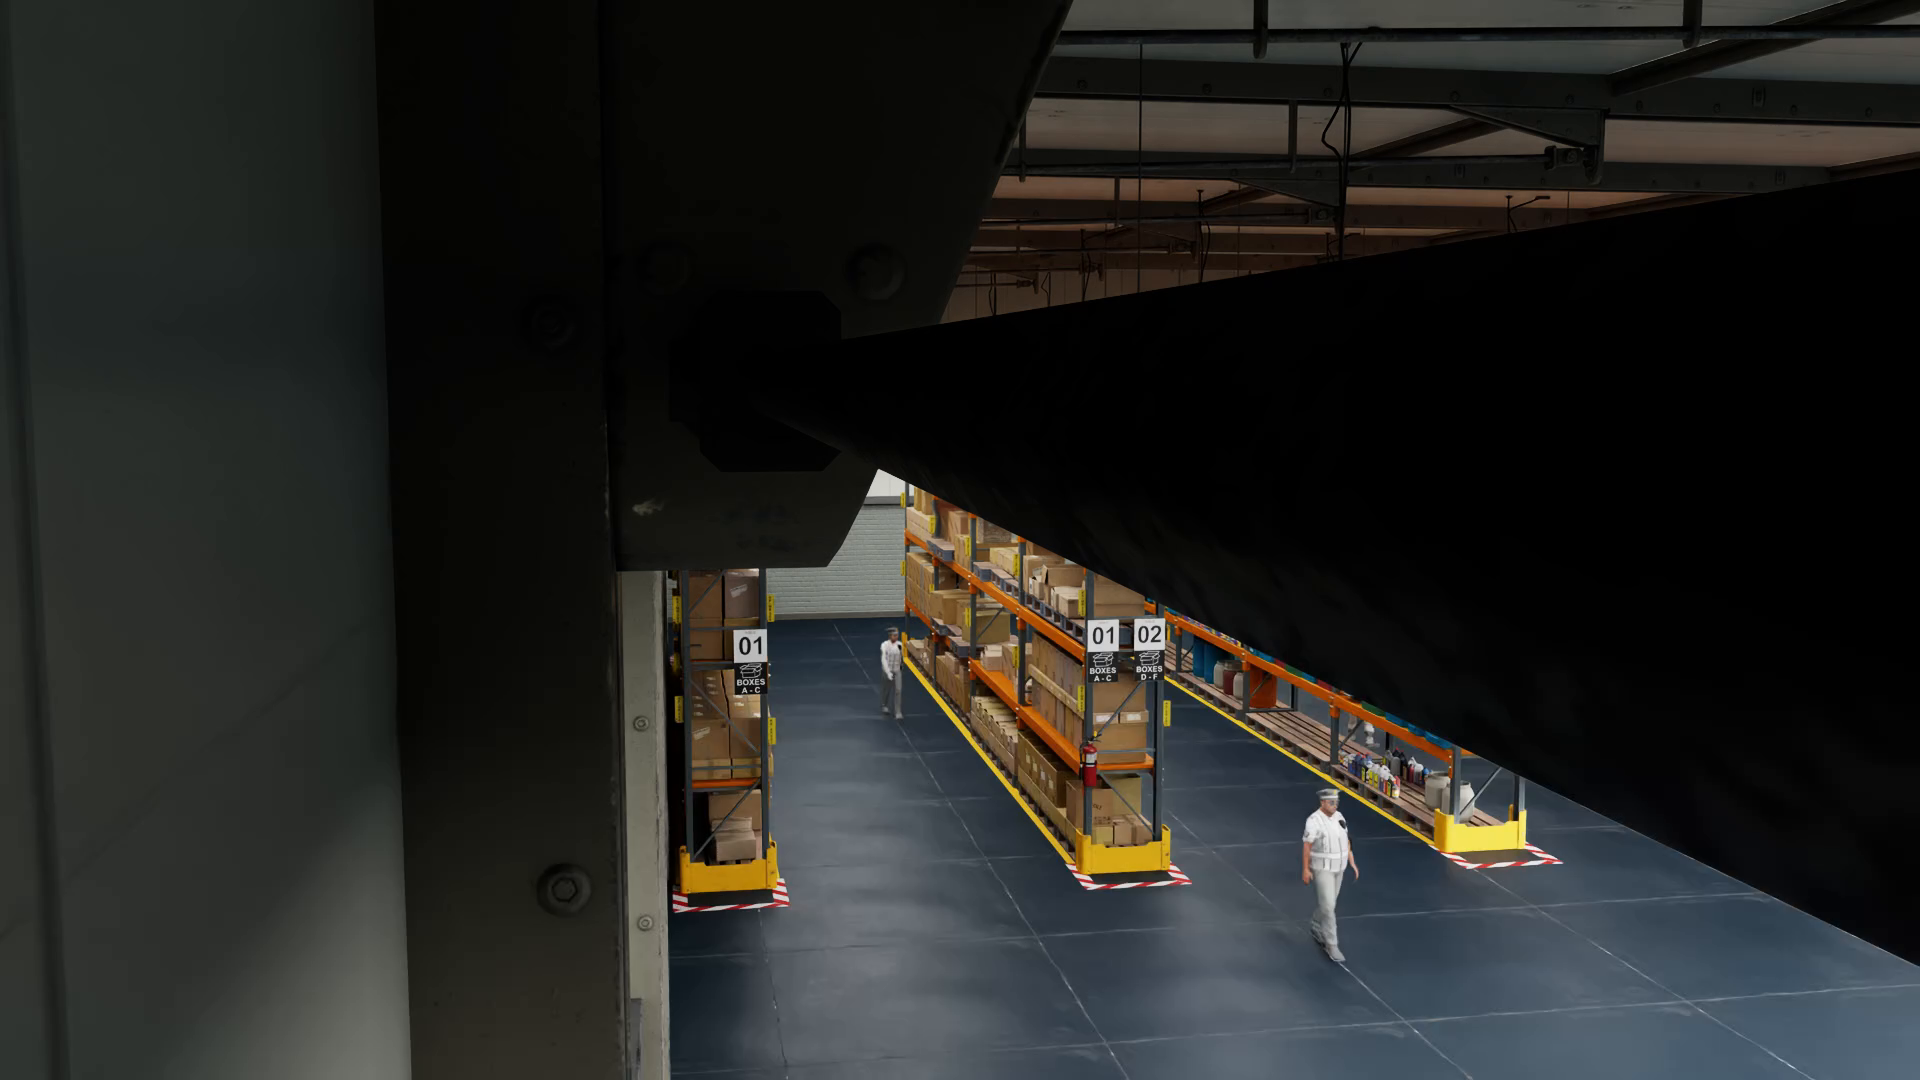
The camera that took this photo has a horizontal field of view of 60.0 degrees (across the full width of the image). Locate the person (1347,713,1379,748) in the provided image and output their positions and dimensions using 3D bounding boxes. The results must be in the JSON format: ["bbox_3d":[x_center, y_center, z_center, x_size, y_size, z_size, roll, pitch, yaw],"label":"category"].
[{"bbox_3d":[6.749,2.569,27.839,0.538,1.785,0.826,1,6,9],"label":"person"}]

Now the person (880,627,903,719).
[{"bbox_3d":[-1.211,2.386,30.179,0.467,1.612,0.935,-2,6,-20],"label":"person"}]

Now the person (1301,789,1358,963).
[{"bbox_3d":[4.065,3.593,18.081,0.561,1.790,0.722,-4,7,-37],"label":"person"}]
